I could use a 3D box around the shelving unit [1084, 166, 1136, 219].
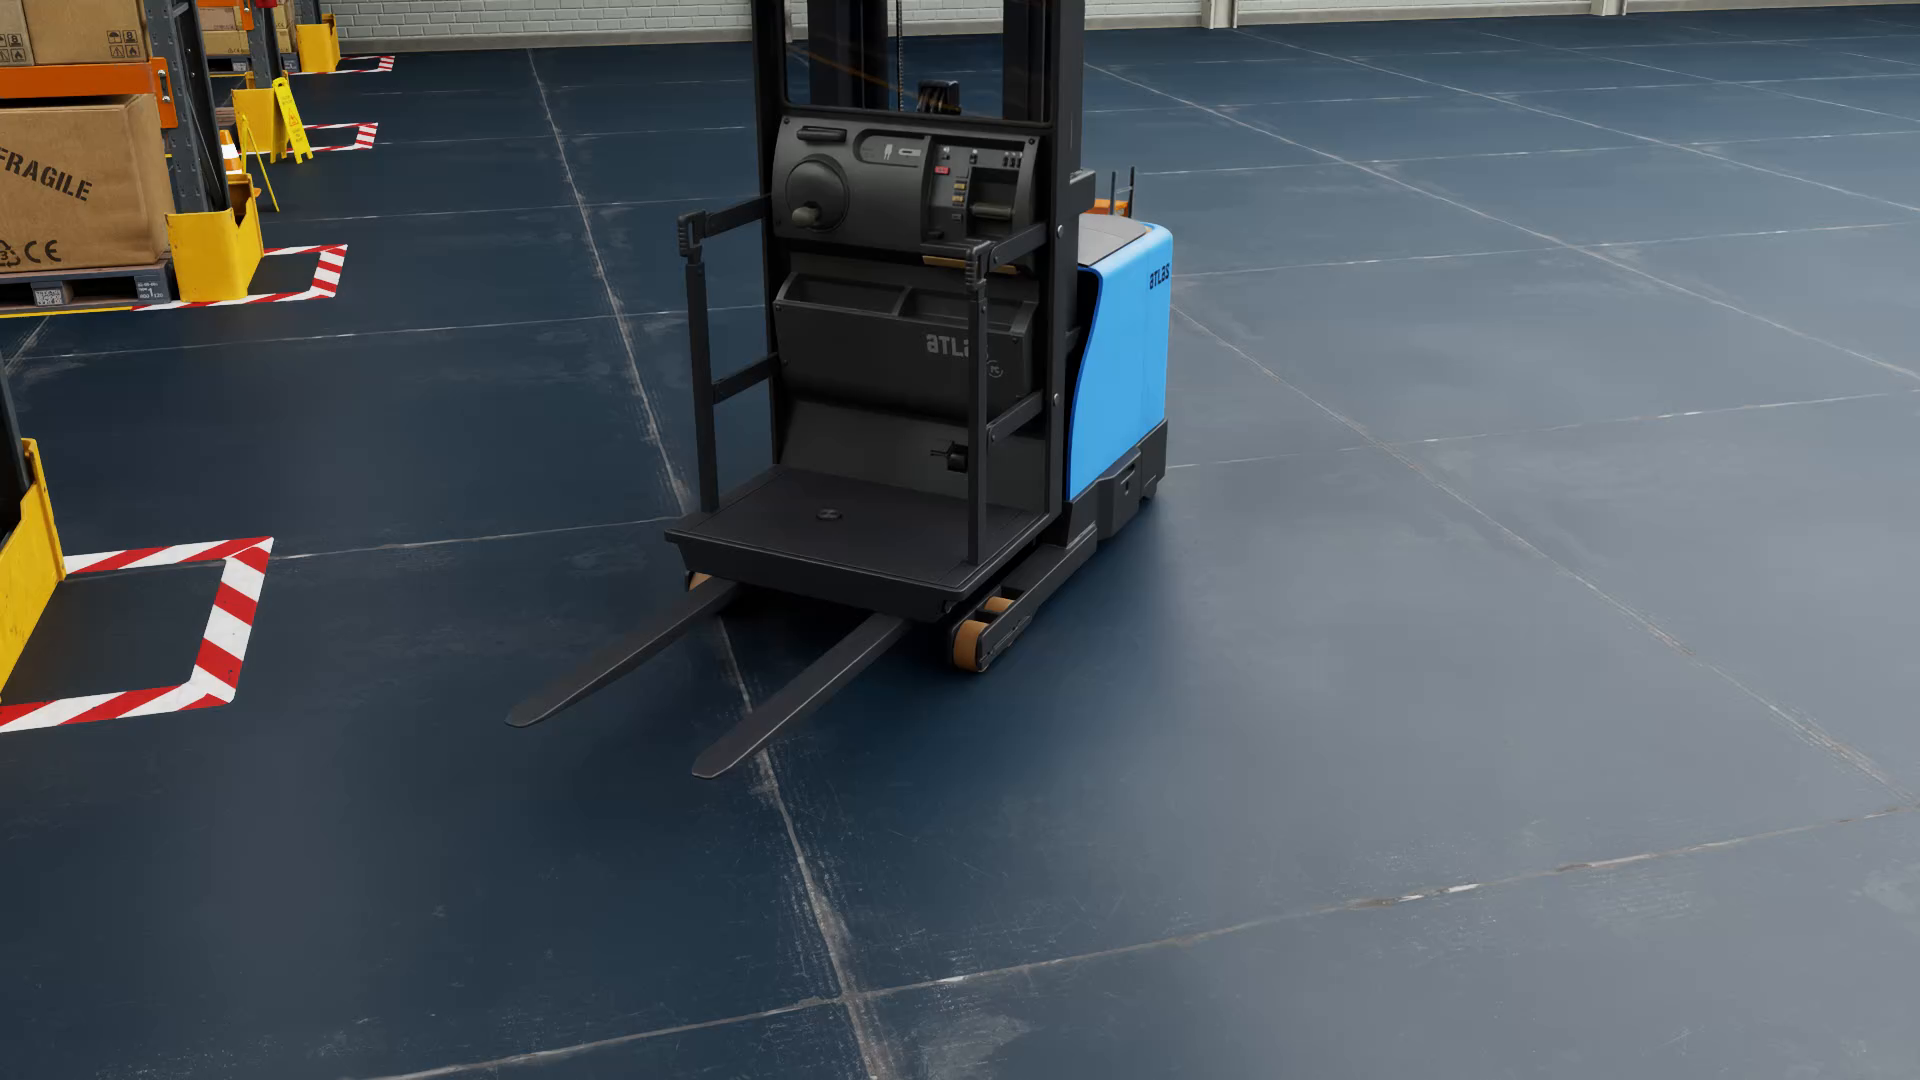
[{"bbox_3d":[0.414,-0.956,6.931,0.503,1.200,0.258,11,20,23],"label":"shelving unit"}]

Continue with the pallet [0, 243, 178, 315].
[{"bbox_3d":[-5.150,-1.546,9.587,1.213,0.211,1.003,-6,24,-14],"label":"pallet"}]

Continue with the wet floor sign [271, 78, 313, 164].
[{"bbox_3d":[-5.364,-3.343,13.224,0.232,0.644,0.267,2,23,4],"label":"wet floor sign"}]

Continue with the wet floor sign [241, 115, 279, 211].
[{"bbox_3d":[-4.908,-2.616,11.528,0.232,0.644,0.267,-11,25,-23],"label":"wet floor sign"}]

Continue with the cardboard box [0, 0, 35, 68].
[{"bbox_3d":[-5.270,-2.888,8.987,0.550,0.550,0.875,-6,24,-14],"label":"cardboard box"}]

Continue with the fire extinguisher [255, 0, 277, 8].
[{"bbox_3d":[-5.601,-4.613,13.295,0.183,0.674,0.296,-6,24,-14],"label":"fire extinguisher"}]

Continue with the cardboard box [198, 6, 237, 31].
[{"bbox_3d":[-8.050,-5.635,17.899,0.500,0.250,0.500,-7,24,-15],"label":"cardboard box"}]

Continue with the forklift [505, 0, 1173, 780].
[{"bbox_3d":[-0.277,-1.124,5.153,1.130,2.935,3.031,11,26,24],"label":"forklift"}]

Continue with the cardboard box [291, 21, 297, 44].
[{"bbox_3d":[-7.706,-5.647,18.561,0.500,0.250,0.500,-6,24,-14],"label":"cardboard box"}]

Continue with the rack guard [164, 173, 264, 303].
[{"bbox_3d":[-4.378,-1.797,9.803,0.348,0.500,1.175,-6,24,-14],"label":"rack guard"}]

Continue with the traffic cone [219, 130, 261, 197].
[{"bbox_3d":[-5.274,-2.725,12.014,0.334,0.463,0.336,-6,24,-14],"label":"traffic cone"}]

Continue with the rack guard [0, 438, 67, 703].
[{"bbox_3d":[-3.232,0.108,5.365,0.348,0.500,1.175,-6,24,-14],"label":"rack guard"}]

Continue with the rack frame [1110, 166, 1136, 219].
[{"bbox_3d":[0.634,-0.915,6.835,0.015,1.200,0.240,11,20,23],"label":"rack frame"}]

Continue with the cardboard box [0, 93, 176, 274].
[{"bbox_3d":[-5.036,-2.062,9.414,0.875,0.875,0.875,-6,24,-14],"label":"cardboard box"}]

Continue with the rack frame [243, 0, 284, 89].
[{"bbox_3d":[-5.836,-4.811,13.659,0.127,3.000,1.000,-6,24,-14],"label":"rack frame"}]

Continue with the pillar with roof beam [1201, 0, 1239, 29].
[{"bbox_3d":[4.623,-9.364,16.662,0.400,9.000,9.100,-6,24,-14],"label":"pillar with roof beam"}]

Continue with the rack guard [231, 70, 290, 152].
[{"bbox_3d":[-5.909,-3.655,14.133,0.348,0.500,1.175,-6,24,-14],"label":"rack guard"}]

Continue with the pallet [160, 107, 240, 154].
[{"bbox_3d":[-6.701,-3.449,14.020,1.213,0.211,1.003,-6,24,-14],"label":"pallet"}]

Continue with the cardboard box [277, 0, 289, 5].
[{"bbox_3d":[-7.539,-5.917,17.922,0.500,0.250,0.500,-5,24,-13],"label":"cardboard box"}]

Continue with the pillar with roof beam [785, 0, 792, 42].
[{"bbox_3d":[-1.154,-8.725,15.172,0.400,9.000,9.100,-6,24,-14],"label":"pillar with roof beam"}]

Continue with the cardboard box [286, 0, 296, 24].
[{"bbox_3d":[-7.689,-5.883,18.478,0.500,0.250,0.500,-6,24,-13],"label":"cardboard box"}]

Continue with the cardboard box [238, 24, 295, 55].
[{"bbox_3d":[-7.547,-5.455,18.113,0.500,0.250,0.500,-6,24,-14],"label":"cardboard box"}]

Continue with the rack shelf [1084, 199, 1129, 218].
[{"bbox_3d":[0.429,-1.328,6.805,0.480,0.148,0.258,11,20,23],"label":"rack shelf"}]

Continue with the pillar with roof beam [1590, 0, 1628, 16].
[{"bbox_3d":[10.400,-10.003,18.151,0.400,9.000,9.100,-6,24,-14],"label":"pillar with roof beam"}]

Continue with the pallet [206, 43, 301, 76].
[{"bbox_3d":[-7.905,-5.317,18.373,1.213,0.211,1.003,-6,24,-14],"label":"pallet"}]

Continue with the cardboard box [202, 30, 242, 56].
[{"bbox_3d":[-8.028,-5.406,17.998,0.500,0.250,0.500,-6,24,-14],"label":"cardboard box"}]

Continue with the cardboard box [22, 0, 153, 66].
[{"bbox_3d":[-4.746,-2.955,9.143,0.550,0.550,0.875,-6,24,-14],"label":"cardboard box"}]

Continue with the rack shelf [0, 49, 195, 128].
[{"bbox_3d":[-6.327,-2.399,8.950,4.000,0.370,1.077,-6,24,-14],"label":"rack shelf"}]

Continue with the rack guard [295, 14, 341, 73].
[{"bbox_3d":[-7.157,-5.549,18.549,0.348,0.500,1.175,-6,24,-14],"label":"rack guard"}]

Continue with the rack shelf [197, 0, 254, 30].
[{"bbox_3d":[-7.761,-4.268,13.305,4.000,0.370,1.077,-6,24,-14],"label":"rack shelf"}]

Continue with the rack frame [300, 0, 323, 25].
[{"bbox_3d":[-7.180,-6.696,18.050,0.127,3.000,1.000,-6,24,-14],"label":"rack frame"}]

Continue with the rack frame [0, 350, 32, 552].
[{"bbox_3d":[-3.159,-1.049,4.891,0.127,3.000,1.000,-6,24,-14],"label":"rack frame"}]

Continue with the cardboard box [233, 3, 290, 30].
[{"bbox_3d":[-7.564,-5.684,18.014,0.500,0.250,0.500,-7,24,-15],"label":"cardboard box"}]

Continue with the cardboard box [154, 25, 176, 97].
[{"bbox_3d":[-6.537,-3.901,13.541,0.500,0.500,0.500,-6,24,-14],"label":"cardboard box"}]

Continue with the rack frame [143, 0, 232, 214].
[{"bbox_3d":[-4.401,-2.943,9.304,0.127,3.000,1.000,-6,24,-14],"label":"rack frame"}]

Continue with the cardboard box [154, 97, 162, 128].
[{"bbox_3d":[-6.564,-3.550,13.674,0.500,0.250,0.500,-6,24,-15],"label":"cardboard box"}]
